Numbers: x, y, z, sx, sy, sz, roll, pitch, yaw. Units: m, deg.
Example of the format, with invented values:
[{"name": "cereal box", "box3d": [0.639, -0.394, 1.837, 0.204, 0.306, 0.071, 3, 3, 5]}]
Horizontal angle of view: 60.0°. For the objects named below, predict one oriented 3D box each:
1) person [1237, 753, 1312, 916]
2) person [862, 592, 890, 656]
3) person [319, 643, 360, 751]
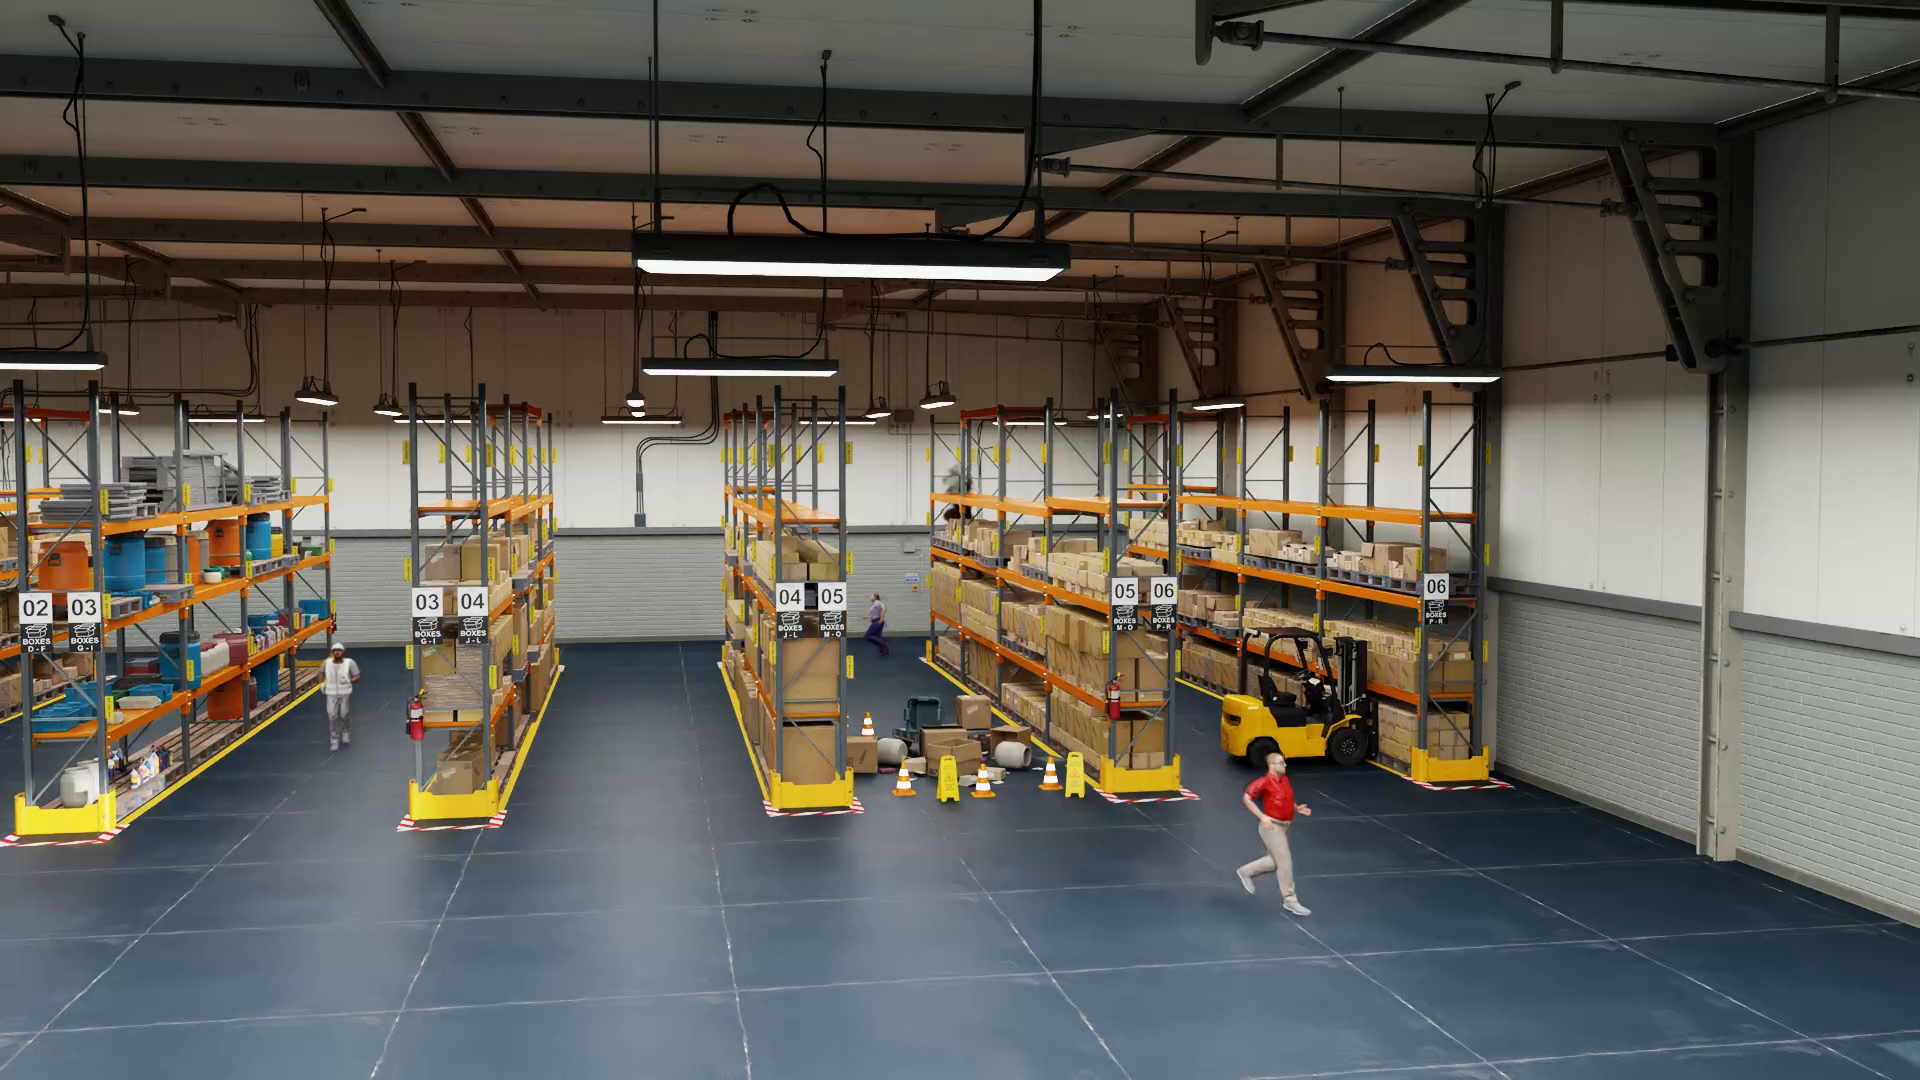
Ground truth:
[{"name": "person", "box3d": [3.472, 3.217, 18.371, 0.927, 1.737, 0.664, 2, 4, 36]}, {"name": "person", "box3d": [-2.090, 2.146, 41.371, 0.700, 1.524, 0.630, 0, 3, -5]}, {"name": "person", "box3d": [-10.648, 2.673, 28.535, 0.685, 1.830, 0.776, -1, 3, -13]}]
